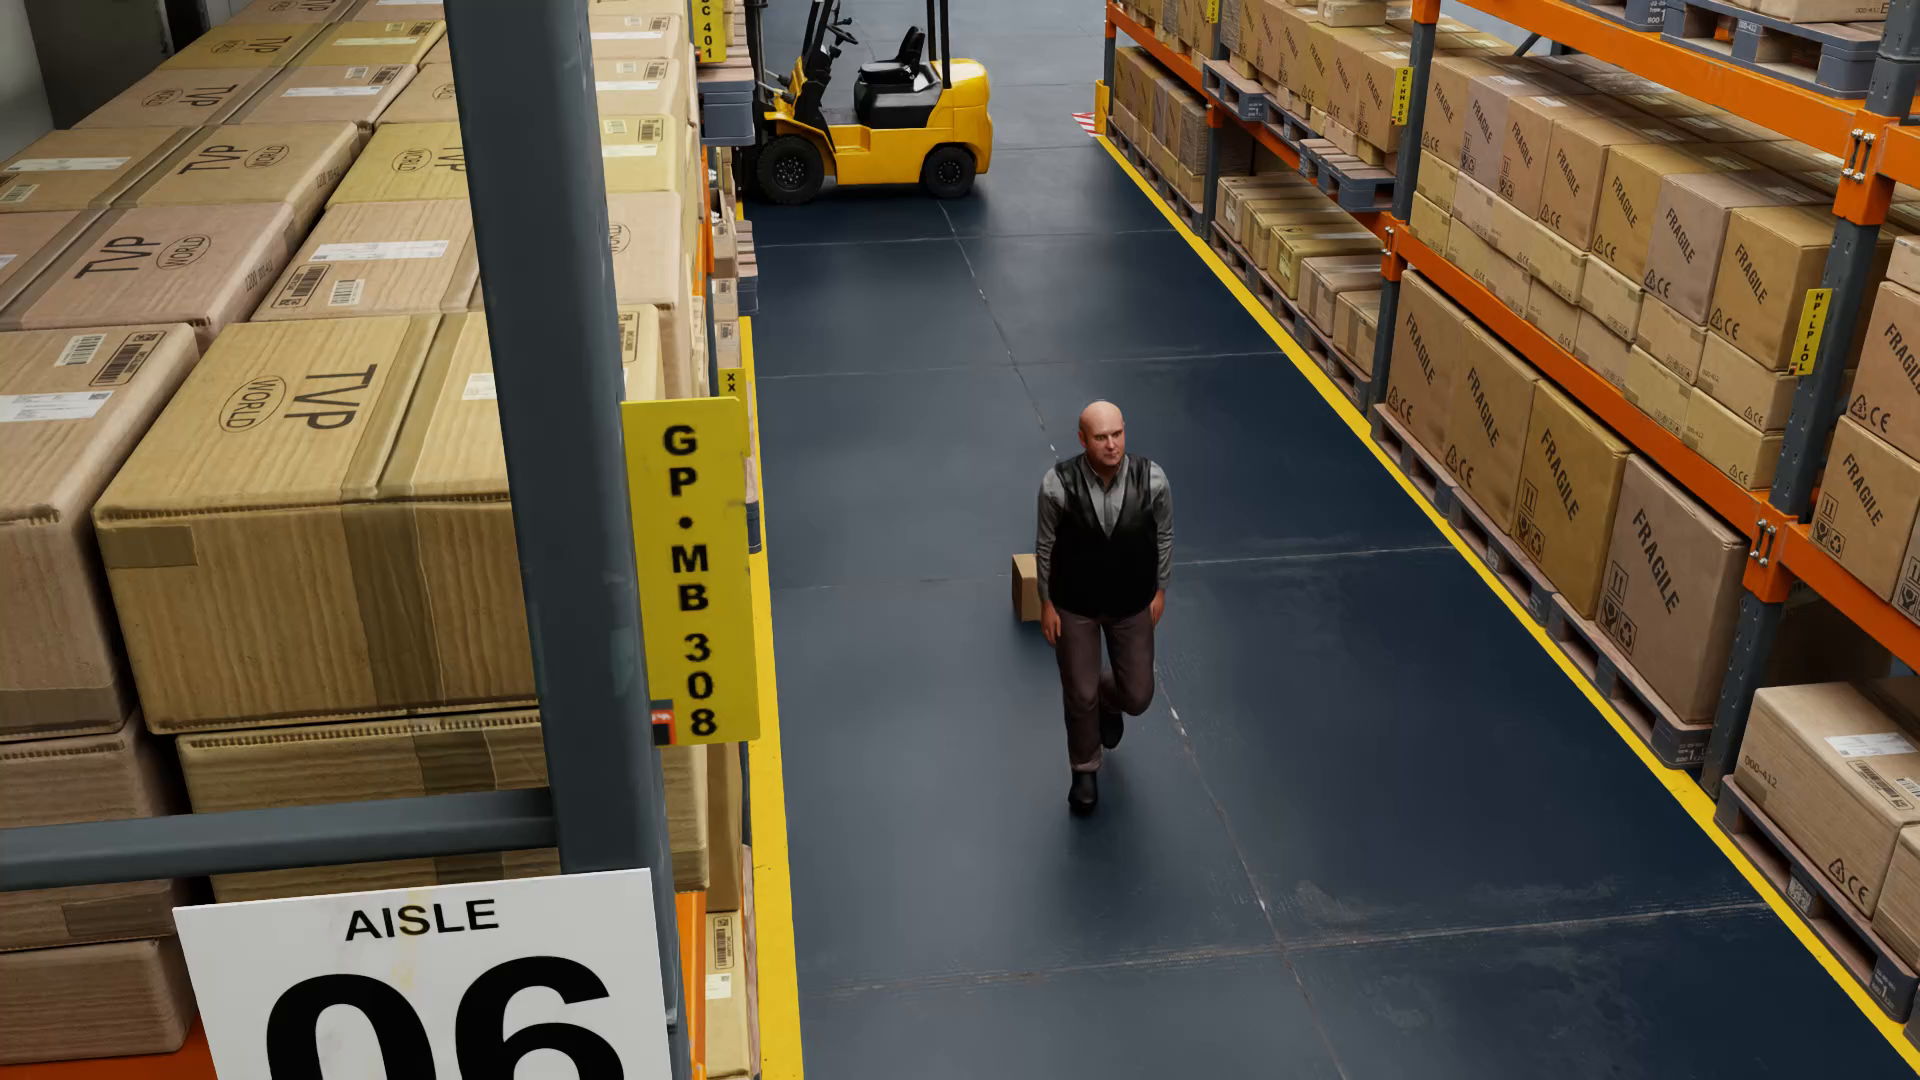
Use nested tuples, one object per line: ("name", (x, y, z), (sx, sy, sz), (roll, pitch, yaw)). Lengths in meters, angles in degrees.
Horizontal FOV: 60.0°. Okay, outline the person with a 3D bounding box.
("person", (0.566, 0.224, 6.659), (0.547, 1.709, 0.597), (-1, 27, -2))
